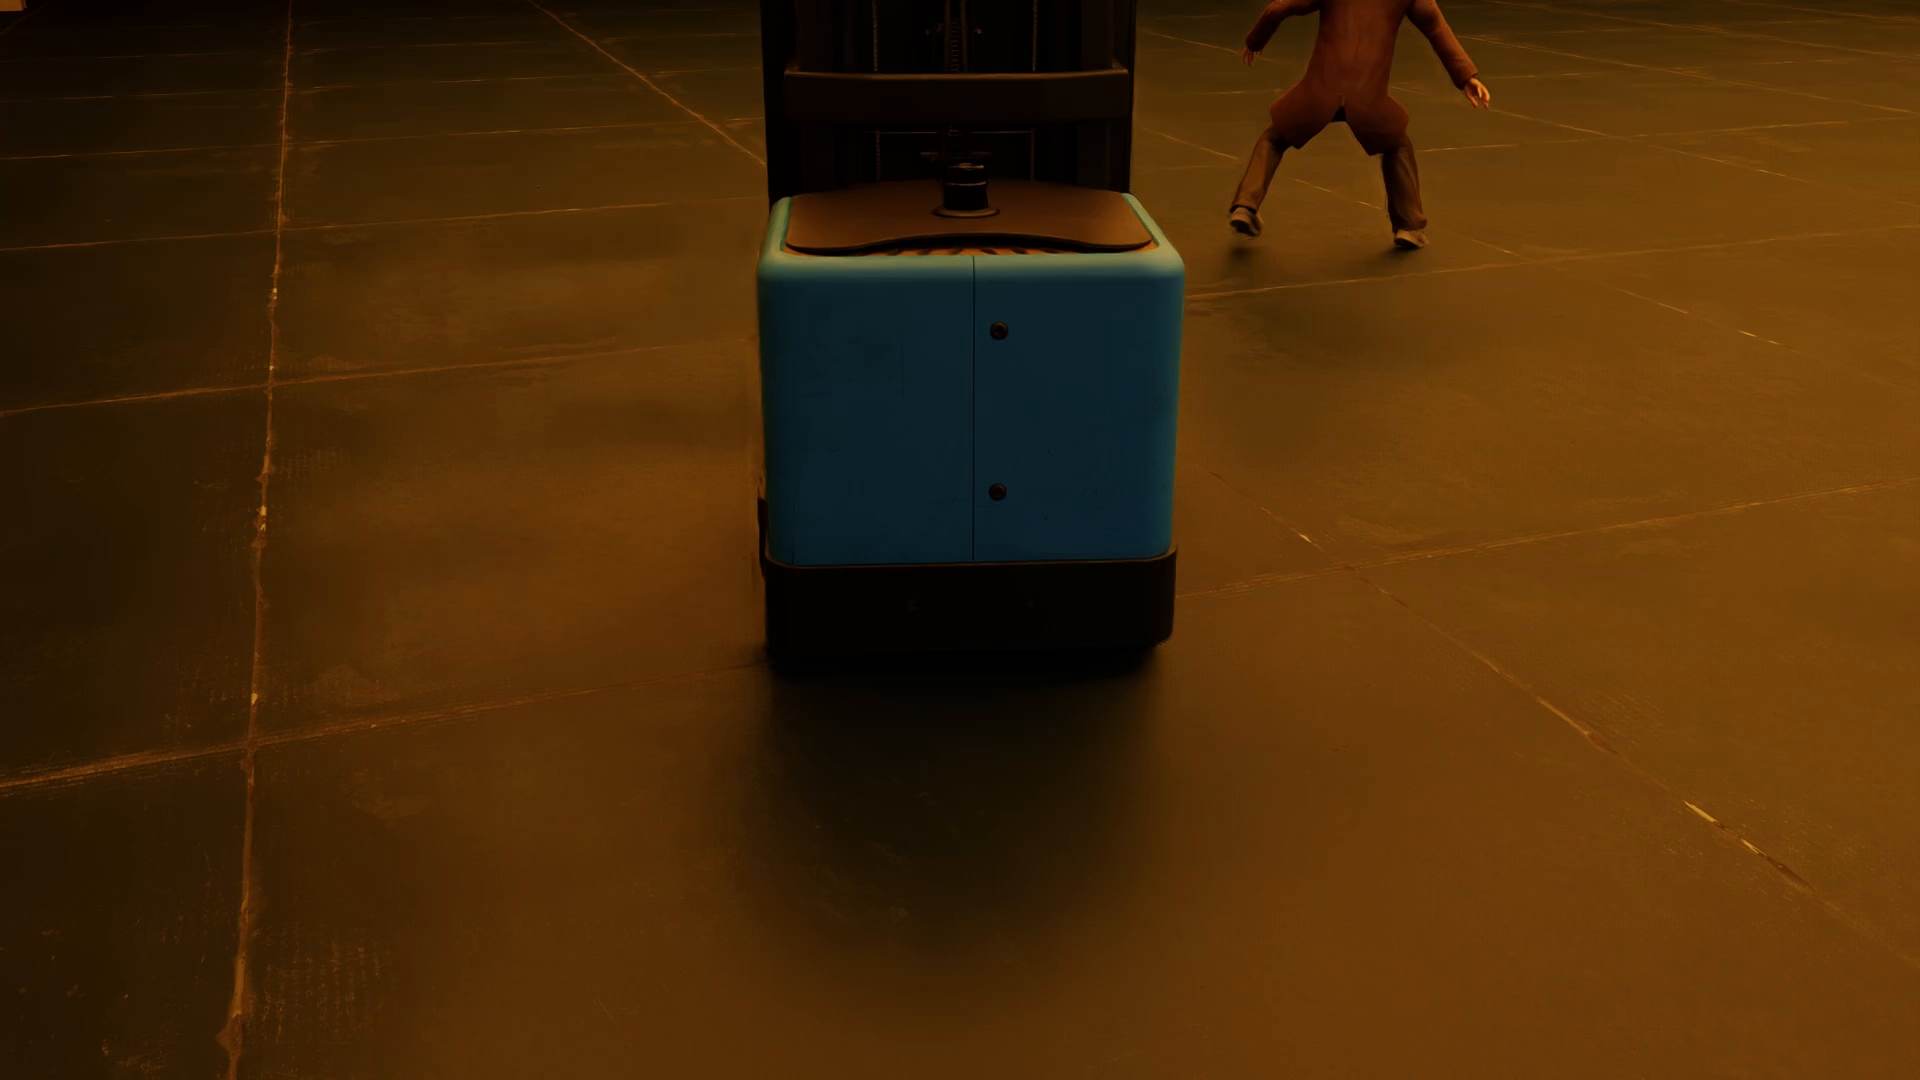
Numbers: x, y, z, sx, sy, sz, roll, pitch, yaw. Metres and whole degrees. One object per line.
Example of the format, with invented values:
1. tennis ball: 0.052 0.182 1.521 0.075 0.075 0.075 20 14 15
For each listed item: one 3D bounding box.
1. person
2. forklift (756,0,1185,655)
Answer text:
1. person: 2.023 -2.235 8.421 1.220 1.692 0.611 4 23 9
2. forklift: -0.047 -1.589 5.078 1.130 2.935 3.031 -1 23 -3
